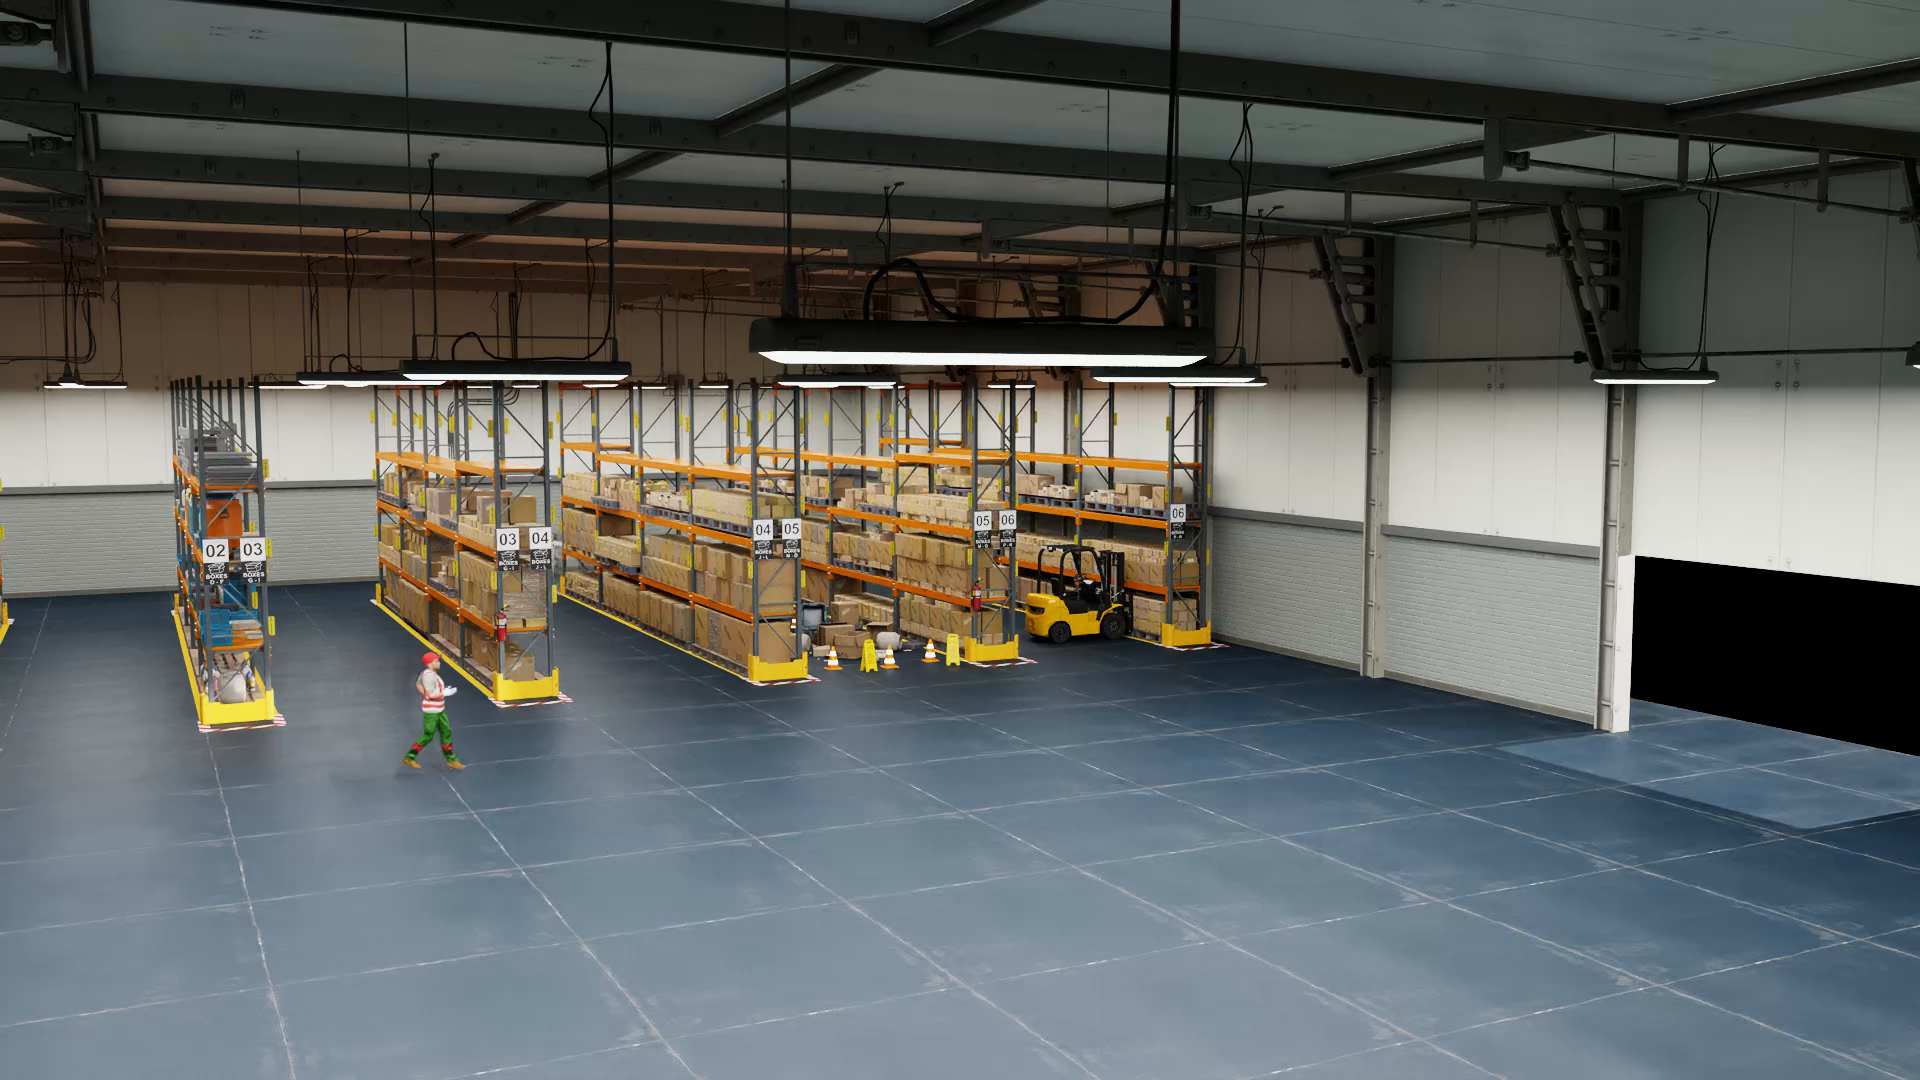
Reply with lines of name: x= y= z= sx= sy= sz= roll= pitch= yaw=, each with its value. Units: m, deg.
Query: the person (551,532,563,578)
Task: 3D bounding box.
person: x=-11.692 y=0.619 z=48.146 sx=0.805 sy=1.731 sz=0.631 roll=-3 pitch=6 yaw=-32

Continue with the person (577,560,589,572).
person: x=-11.068 y=0.554 z=48.960 sx=0.993 sy=1.627 sz=0.741 roll=1 pitch=5 yaw=11

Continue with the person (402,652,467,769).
person: x=-7.915 y=2.585 z=24.976 sx=0.920 sy=1.809 sz=0.648 roll=-1 pitch=5 yaw=-9
